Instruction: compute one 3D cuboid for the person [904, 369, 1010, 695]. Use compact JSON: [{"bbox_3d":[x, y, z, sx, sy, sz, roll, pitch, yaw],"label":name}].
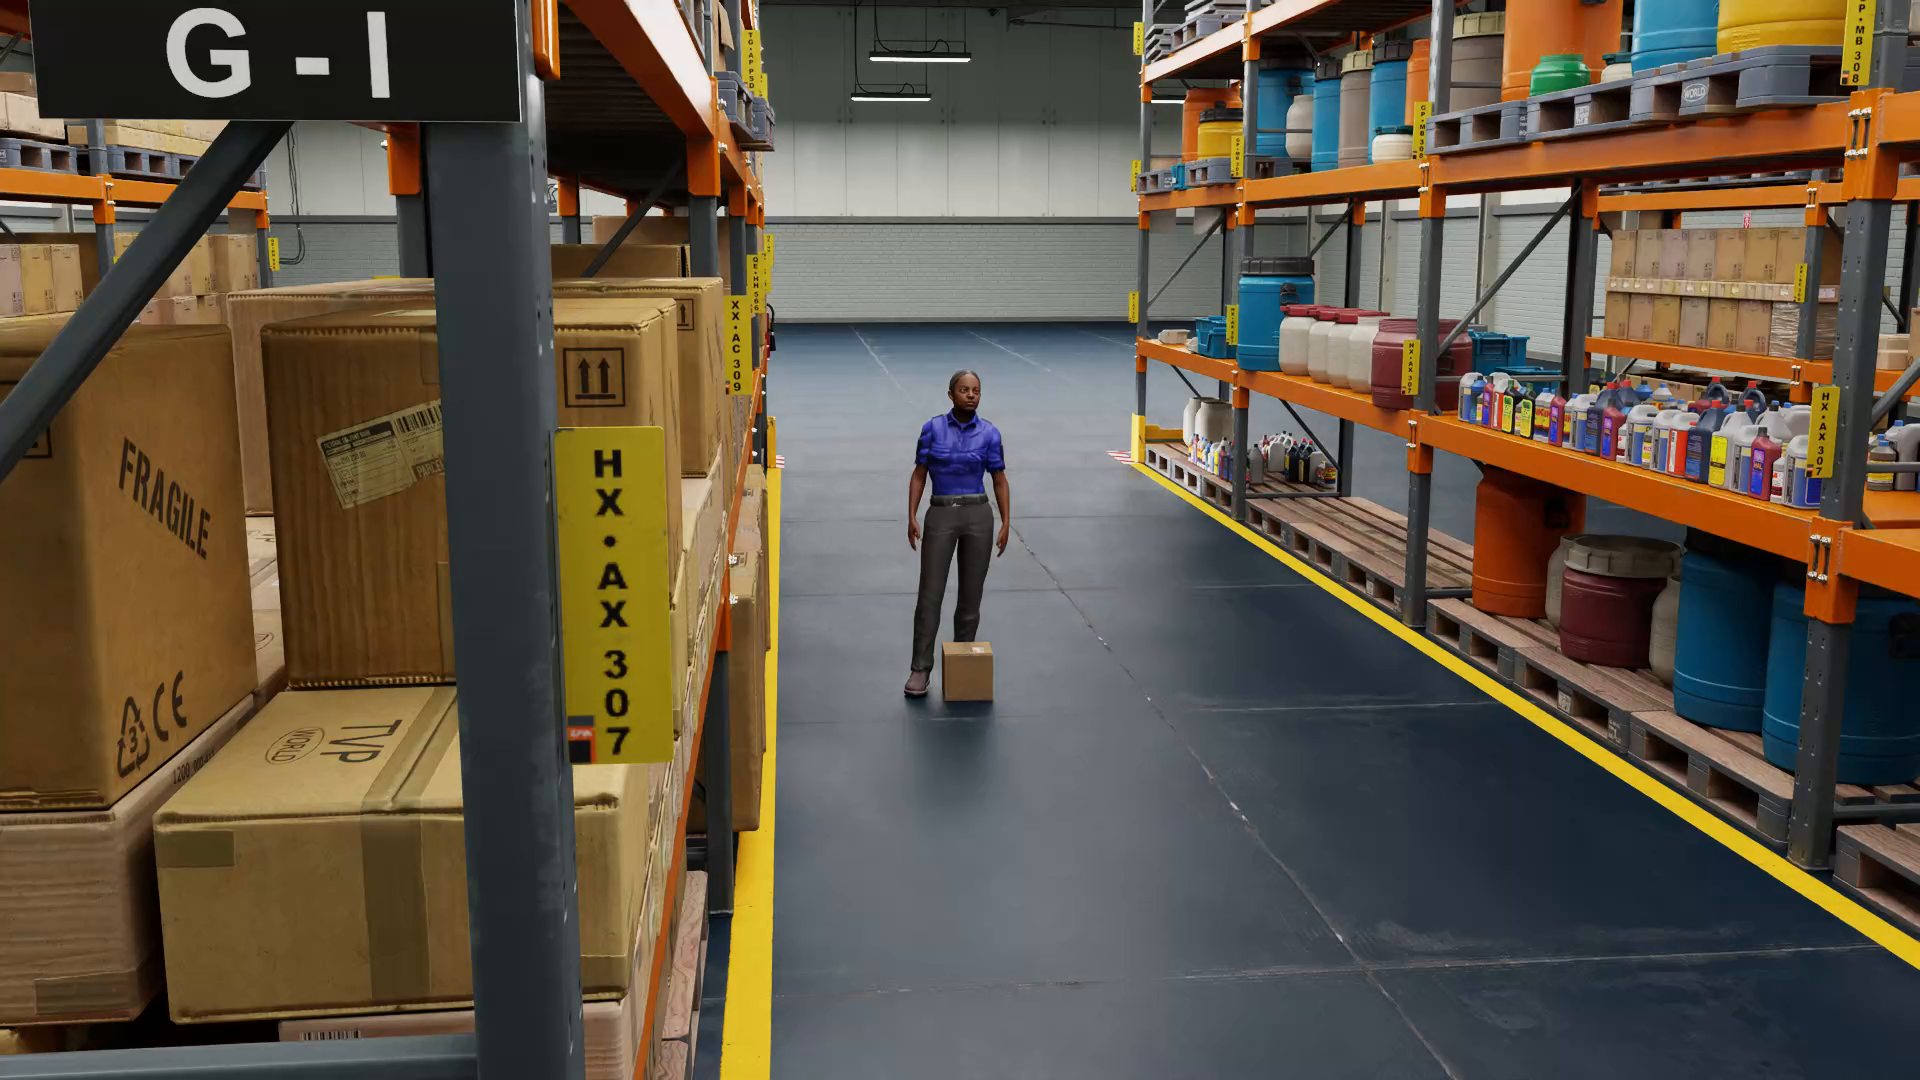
[{"bbox_3d":[-0.016,-0.051,8.659,0.570,1.654,0.504,-1,10,-3],"label":"person"}]
